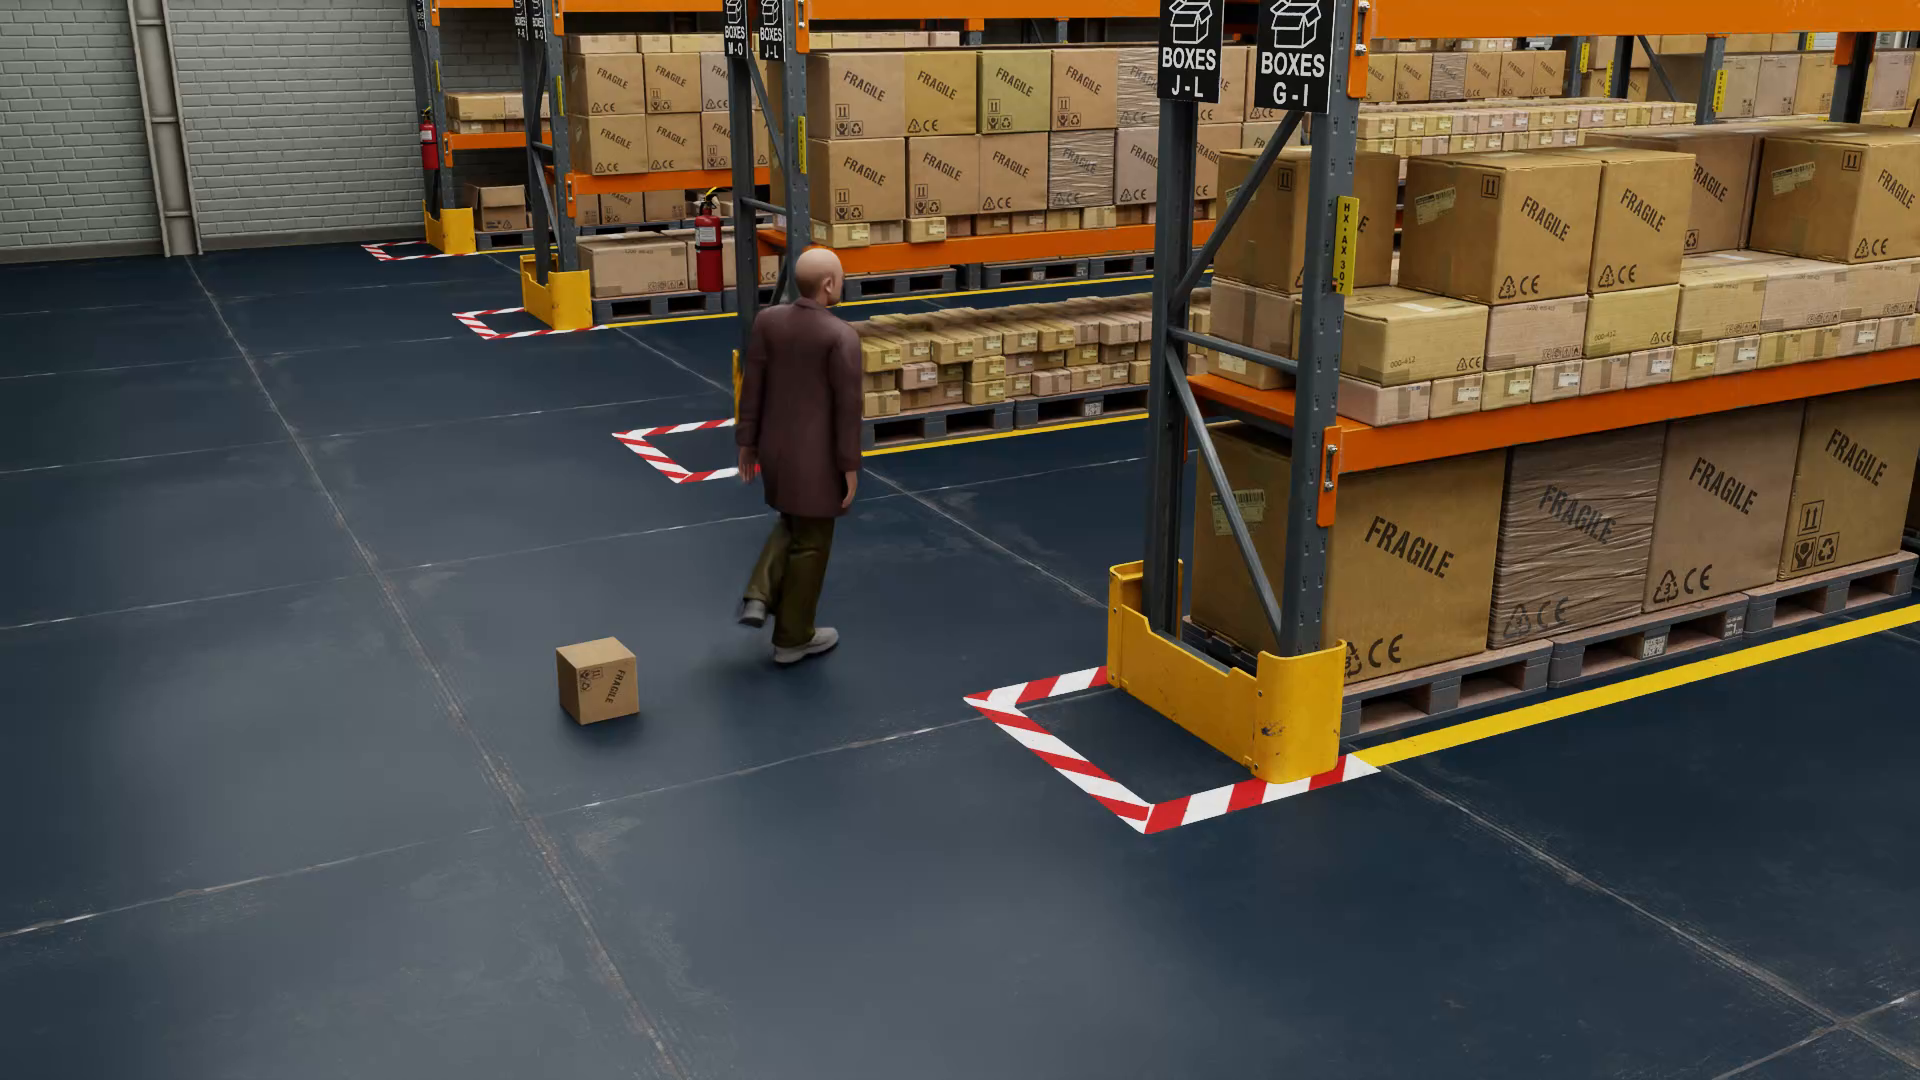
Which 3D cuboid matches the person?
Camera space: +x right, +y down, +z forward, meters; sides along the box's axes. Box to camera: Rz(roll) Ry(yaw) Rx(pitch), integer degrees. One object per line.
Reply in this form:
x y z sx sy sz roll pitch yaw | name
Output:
-0.684 -0.347 7.093 0.619 1.769 0.552 12 22 33 | person
